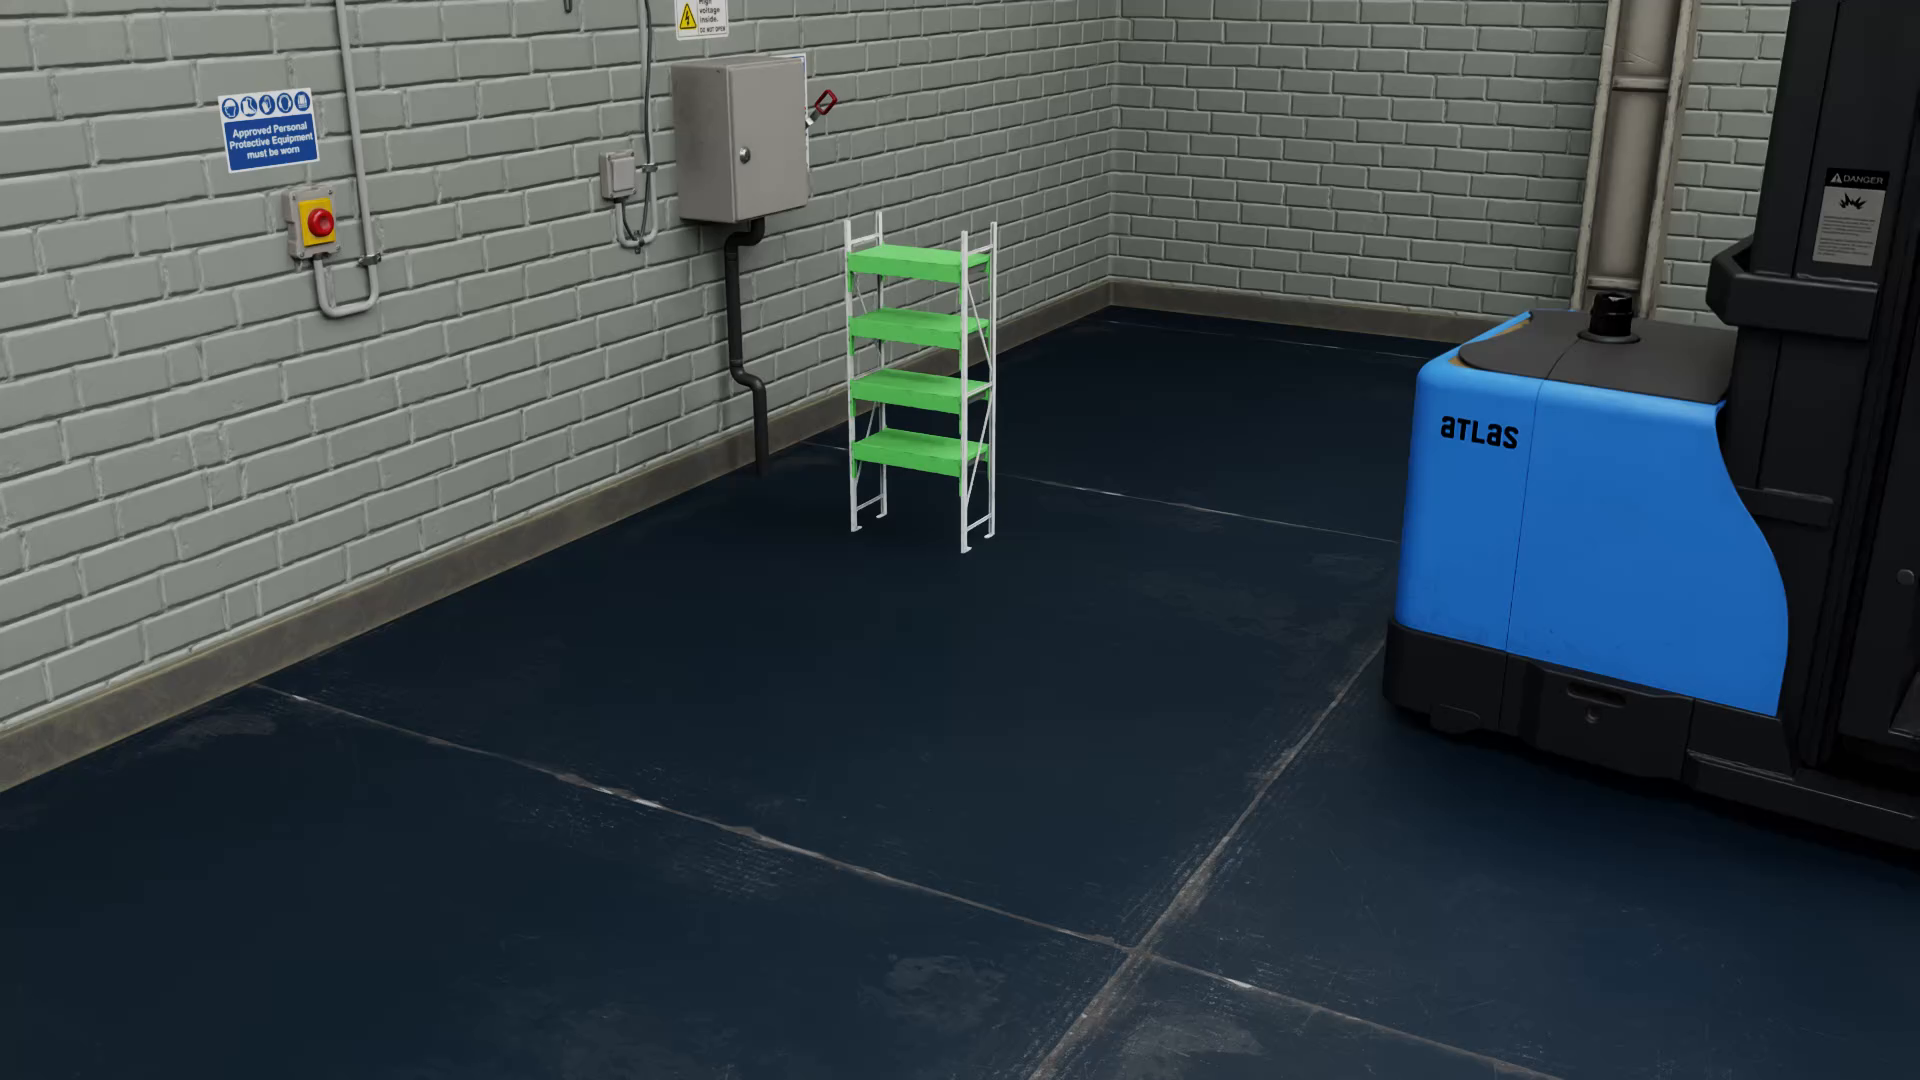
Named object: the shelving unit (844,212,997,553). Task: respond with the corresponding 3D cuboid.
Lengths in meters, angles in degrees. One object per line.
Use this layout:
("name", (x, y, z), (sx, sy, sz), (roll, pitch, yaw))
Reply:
("shelving unit", (-0.145, -0.592, 6.236), (0.503, 1.200, 0.258), (11, 23, 27))

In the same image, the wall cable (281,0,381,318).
("wall cable", (-1.959, -1.581, 4.789), (0.123, 1.953, 0.585), (11, 23, 27))

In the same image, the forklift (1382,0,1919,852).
("forklift", (2.734, -0.685, 3.956), (3.031, 2.935, 1.130), (14, 24, 34))

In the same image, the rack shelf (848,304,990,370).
("rack shelf", (-0.145, -0.757, 6.176), (0.480, 0.148, 0.258), (11, 23, 27))

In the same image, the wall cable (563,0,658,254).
("wall cable", (-1.278, -1.991, 5.964), (0.122, 1.984, 0.588), (11, 23, 27))

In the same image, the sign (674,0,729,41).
("sign", (-1.015, -2.096, 6.534), (0.001, 0.242, 0.339), (11, 23, 27))

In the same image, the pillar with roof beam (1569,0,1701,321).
("pillar with roof beam", (1.379, -3.892, 3.897), (0.400, 9.000, 9.100), (11, 23, 27))

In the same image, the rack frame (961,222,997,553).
("rack frame", (0.068, -0.551, 6.124), (0.015, 1.200, 0.240), (11, 23, 27))

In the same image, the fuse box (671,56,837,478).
("fuse box", (-0.807, -1.084, 6.845), (0.414, 1.711, 0.539), (11, 23, 27))

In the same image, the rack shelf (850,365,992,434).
("rack shelf", (-0.145, -0.532, 6.258), (0.480, 0.148, 0.258), (11, 23, 27))

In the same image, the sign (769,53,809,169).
("sign", (-0.747, -1.827, 7.142), (0.001, 0.494, 0.329), (11, 23, 27))

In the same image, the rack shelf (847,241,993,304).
("rack shelf", (-0.145, -0.983, 6.094), (0.480, 0.148, 0.258), (11, 23, 27))

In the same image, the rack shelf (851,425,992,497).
("rack shelf", (-0.145, -0.306, 6.340), (0.480, 0.148, 0.258), (11, 23, 27))

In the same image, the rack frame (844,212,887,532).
("rack frame", (-0.358, -0.632, 6.348), (0.015, 1.200, 0.240), (11, 23, 27))

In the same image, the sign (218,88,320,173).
("sign", (-2.036, -1.212, 4.910), (0.001, 0.218, 0.327), (11, 23, 27))
